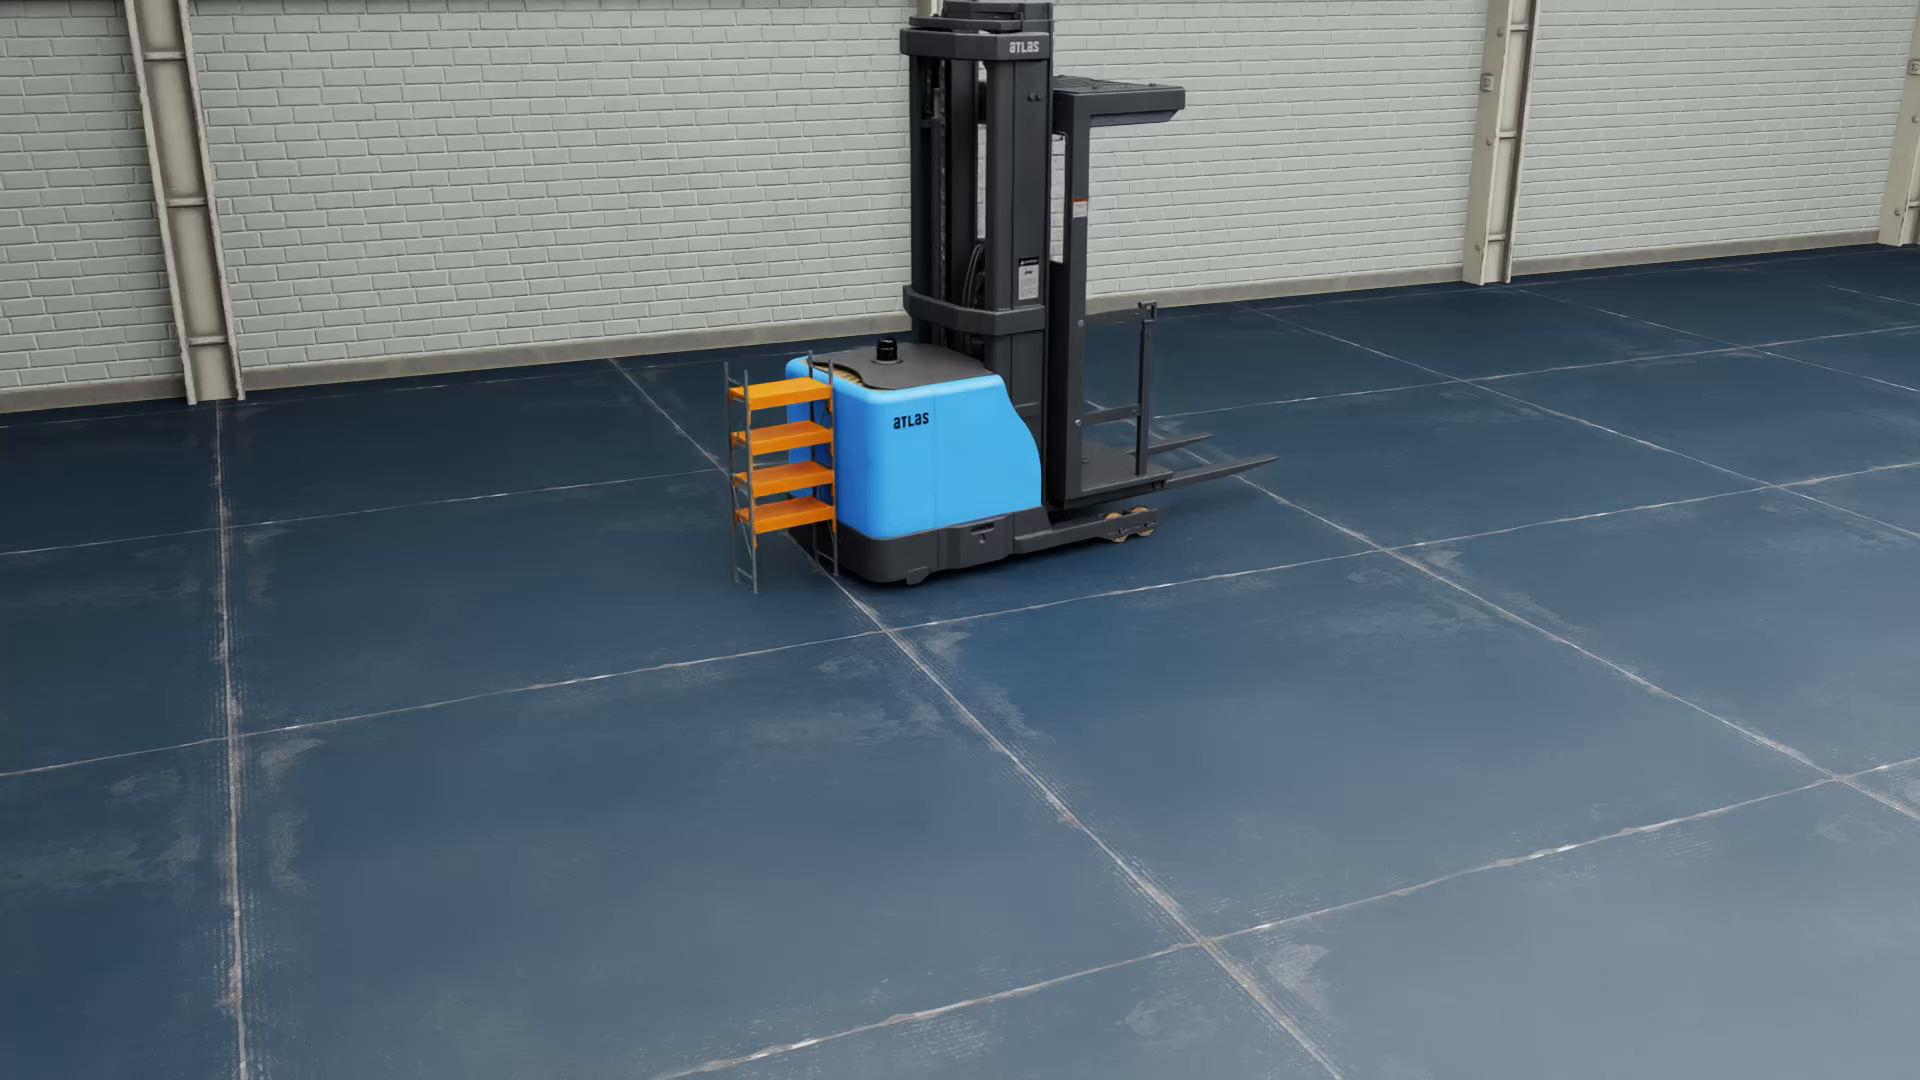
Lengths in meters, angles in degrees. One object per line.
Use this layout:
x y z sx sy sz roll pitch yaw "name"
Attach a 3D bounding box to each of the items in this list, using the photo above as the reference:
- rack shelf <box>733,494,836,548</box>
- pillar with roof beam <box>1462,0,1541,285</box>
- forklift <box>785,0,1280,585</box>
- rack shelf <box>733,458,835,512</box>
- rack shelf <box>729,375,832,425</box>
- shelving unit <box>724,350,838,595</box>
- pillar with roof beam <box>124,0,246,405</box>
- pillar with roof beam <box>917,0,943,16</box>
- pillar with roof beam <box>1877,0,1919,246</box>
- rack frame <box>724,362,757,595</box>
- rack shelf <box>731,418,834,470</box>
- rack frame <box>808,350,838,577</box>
-0.932 -0.105 8.814 0.480 0.148 0.258 -12 23 -31 "rack shelf"
7.097 -5.590 11.850 0.400 9.000 9.100 -8 21 -22 "pillar with roof beam"
0.539 -1.501 9.372 3.031 2.935 1.130 -12 23 -31 "forklift"
-0.932 -0.292 8.748 0.480 0.148 0.258 -12 23 -31 "rack shelf"
-0.932 -0.726 8.595 0.480 0.148 0.258 -12 23 -31 "rack shelf"
-0.932 -0.356 8.725 0.503 1.200 0.258 -12 23 -31 "shelving unit"
-3.922 -4.012 7.366 0.400 9.000 9.100 -8 21 -22 "pillar with roof beam"
1.587 -4.801 9.608 0.400 9.000 9.100 -8 21 -22 "pillar with roof beam"
12.606 -6.380 14.091 0.400 9.000 9.100 -8 21 -22 "pillar with roof beam"
-1.135 -0.311 8.598 0.015 1.200 0.240 -12 23 -31 "rack frame"
-0.932 -0.503 8.673 0.480 0.148 0.258 -12 23 -31 "rack shelf"
-0.728 -0.400 8.852 0.015 1.200 0.240 -12 23 -31 "rack frame"
